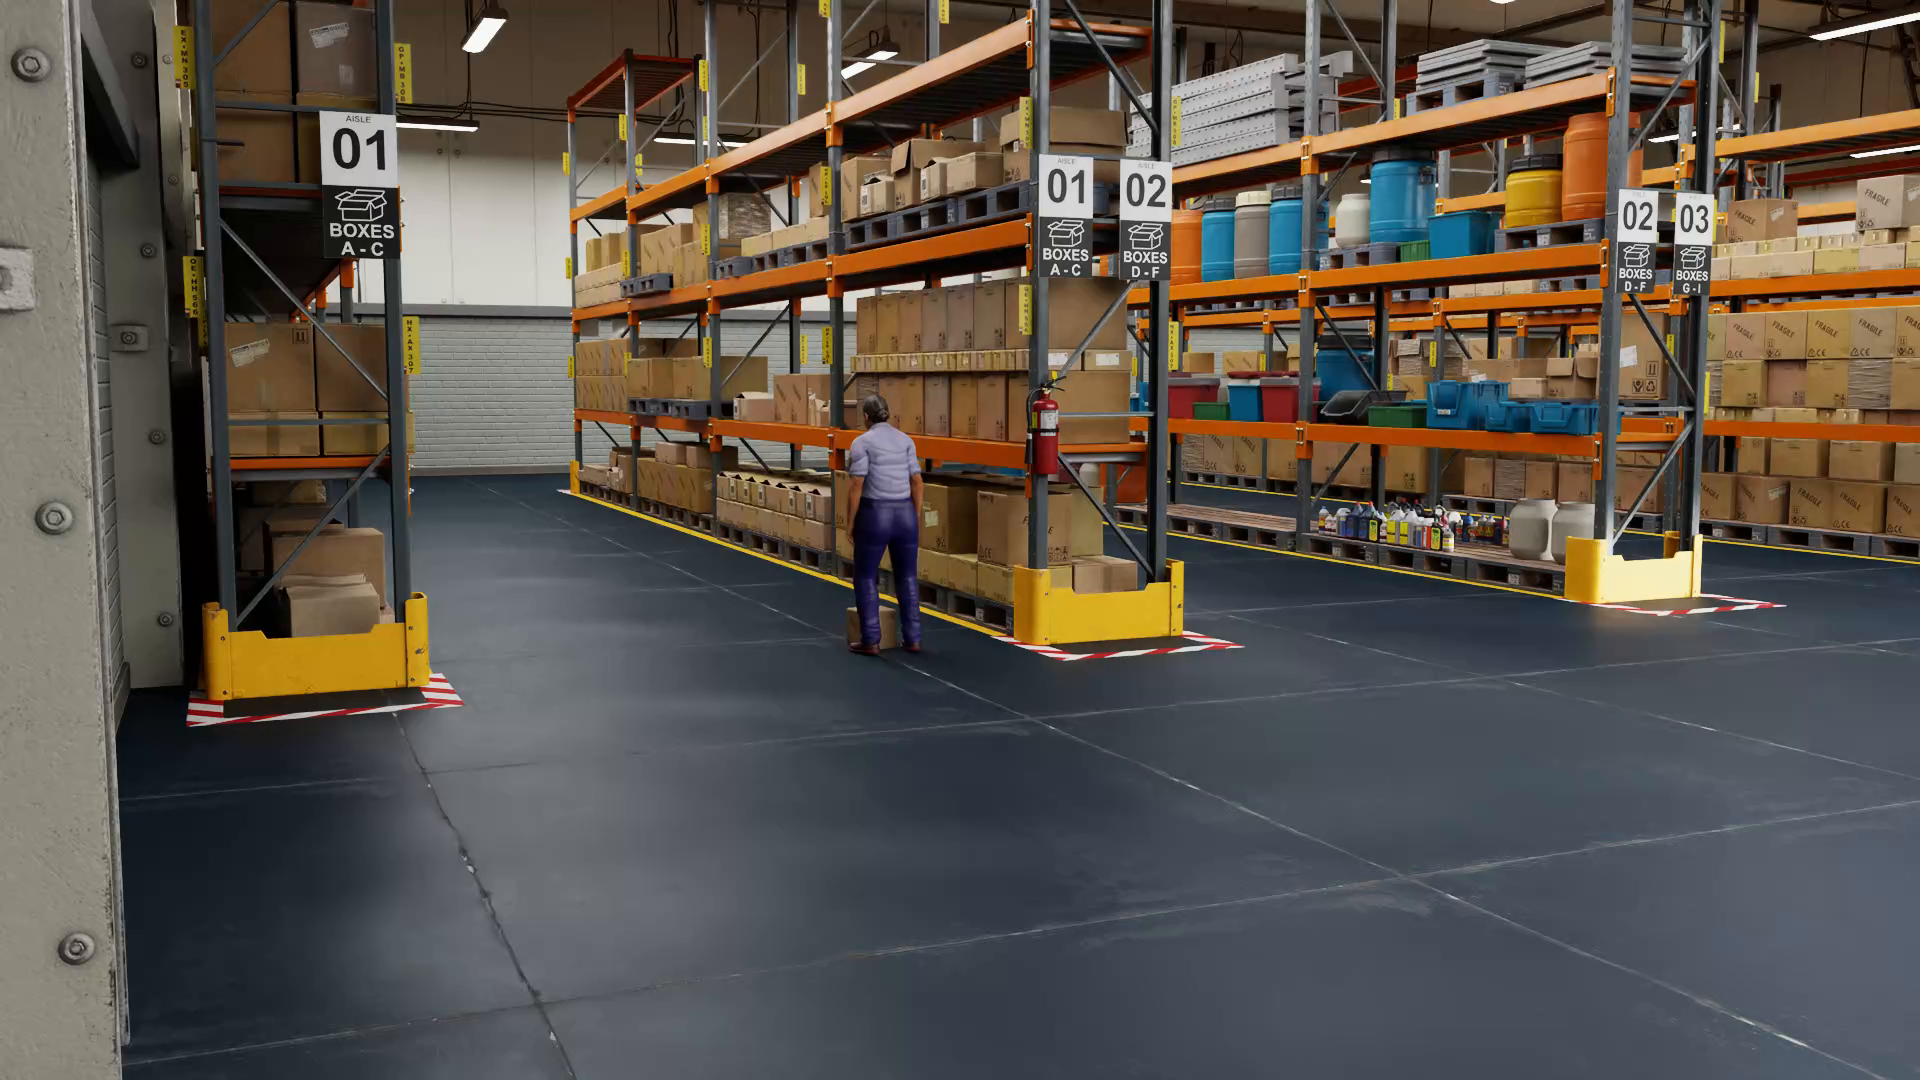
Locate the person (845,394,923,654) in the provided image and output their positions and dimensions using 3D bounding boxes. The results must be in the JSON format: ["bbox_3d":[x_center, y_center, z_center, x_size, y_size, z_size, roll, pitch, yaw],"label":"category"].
[{"bbox_3d":[-0.474,-0.101,10.597,0.555,1.650,0.376,-3,6,-27],"label":"person"}]
